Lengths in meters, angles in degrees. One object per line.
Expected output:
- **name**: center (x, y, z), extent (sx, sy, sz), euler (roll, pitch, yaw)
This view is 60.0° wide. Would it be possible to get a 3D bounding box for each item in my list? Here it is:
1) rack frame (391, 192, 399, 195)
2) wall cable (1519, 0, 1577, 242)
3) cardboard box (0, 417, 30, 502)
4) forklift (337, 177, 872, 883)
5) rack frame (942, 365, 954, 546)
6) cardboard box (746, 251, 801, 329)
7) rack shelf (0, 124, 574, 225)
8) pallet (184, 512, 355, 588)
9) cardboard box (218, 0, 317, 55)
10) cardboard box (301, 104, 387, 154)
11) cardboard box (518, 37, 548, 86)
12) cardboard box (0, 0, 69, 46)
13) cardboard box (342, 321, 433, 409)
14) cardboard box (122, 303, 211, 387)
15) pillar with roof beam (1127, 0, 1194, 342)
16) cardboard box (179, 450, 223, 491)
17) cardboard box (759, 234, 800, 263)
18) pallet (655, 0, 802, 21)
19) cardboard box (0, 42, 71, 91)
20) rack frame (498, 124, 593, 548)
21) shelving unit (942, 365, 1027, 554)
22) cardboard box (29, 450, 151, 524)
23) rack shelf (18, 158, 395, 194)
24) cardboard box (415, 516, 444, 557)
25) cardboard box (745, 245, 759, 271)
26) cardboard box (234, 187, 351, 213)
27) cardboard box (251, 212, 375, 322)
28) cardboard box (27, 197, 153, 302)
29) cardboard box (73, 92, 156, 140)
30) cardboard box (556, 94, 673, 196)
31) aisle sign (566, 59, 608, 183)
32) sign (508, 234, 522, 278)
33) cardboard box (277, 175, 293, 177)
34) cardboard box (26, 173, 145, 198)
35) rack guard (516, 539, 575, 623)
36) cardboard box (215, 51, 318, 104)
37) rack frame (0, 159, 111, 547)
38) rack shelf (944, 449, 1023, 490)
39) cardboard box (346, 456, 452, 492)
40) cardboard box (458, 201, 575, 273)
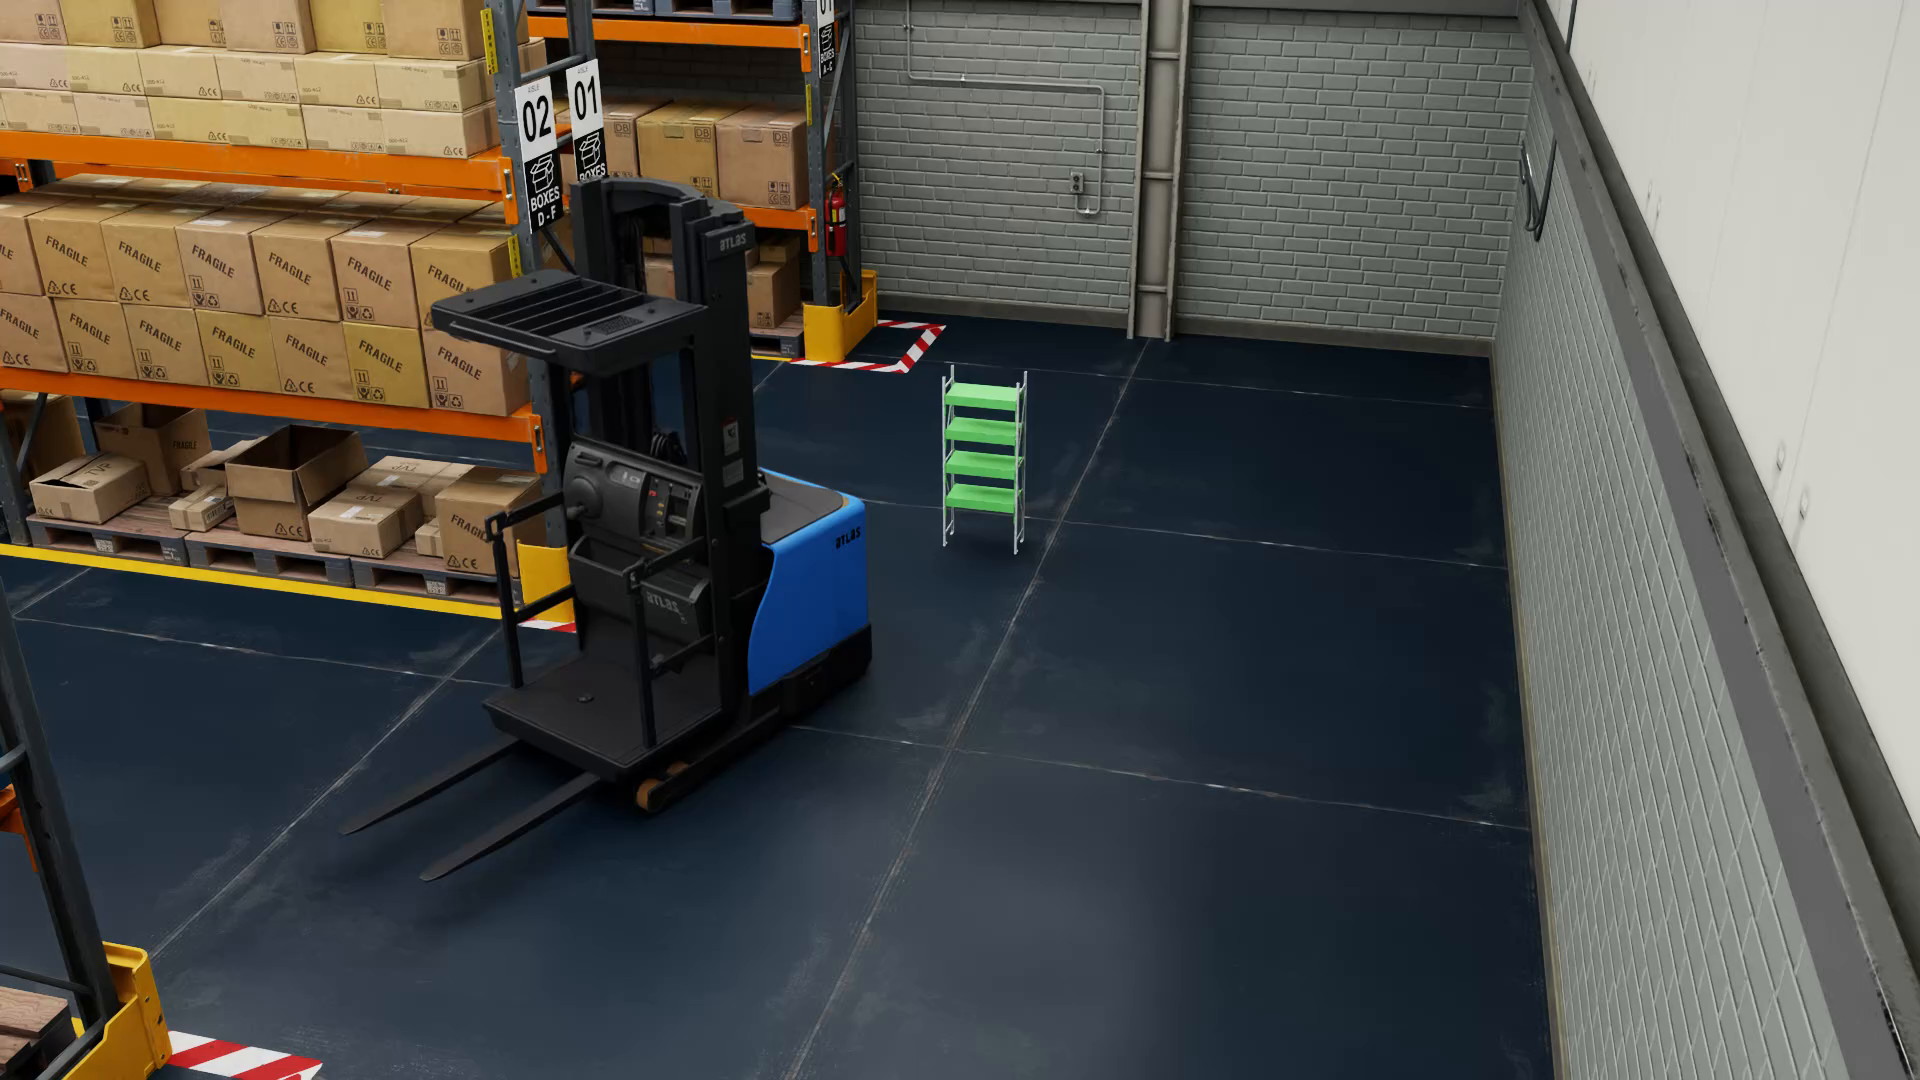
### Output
- **rack frame**: center (-4.959, -3.585, 15.291), extent (0.127, 3.000, 1.000), euler (6, 26, 13)
- **wall cable**: center (4.303, -3.709, 12.185), extent (0.112, 2.526, 3.097), euler (6, 26, 13)
- **cardboard box**: center (-6.739, -0.526, 11.261), extent (0.500, 0.500, 0.500), euler (6, 26, 13)
- **forklift**: center (-1.783, -0.191, 8.242), extent (1.130, 2.935, 3.031), euler (17, 30, 32)
- **rack frame**: center (-0.076, -0.550, 11.010), extent (0.015, 1.200, 0.240), euler (6, 26, 13)
- **cardboard box**: center (-1.788, -2.251, 14.908), extent (0.500, 0.500, 0.700), euler (6, 26, 13)
- **rack shelf**: center (-4.253, -2.338, 10.018), extent (4.000, 0.370, 1.077), euler (6, 26, 13)
- **pallet**: center (-4.339, -0.060, 11.130), extent (1.213, 0.211, 1.003), euler (6, 26, 13)
- **cardboard box**: center (-3.791, -3.091, 9.484), extent (0.500, 0.500, 0.700), euler (6, 26, 13)
- **cardboard box**: center (-3.360, -2.384, 9.453), extent (0.500, 0.250, 0.500), euler (6, 26, 13)
- **cardboard box**: center (-2.748, -2.770, 9.682), extent (0.500, 0.250, 0.500), euler (6, 26, 13)
- **cardboard box**: center (-5.260, -3.225, 9.765), extent (0.500, 0.500, 0.700), euler (6, 26, 13)
- **cardboard box**: center (-3.320, -1.128, 10.014), extent (0.500, 0.500, 0.500), euler (7, 26, 13)
- **cardboard box**: center (-4.783, -1.292, 10.357), extent (0.500, 0.500, 0.500), euler (6, 26, 13)
- **pillar with roof beam**: center (0.673, -4.144, 9.486), extent (0.400, 9.000, 9.100), euler (6, 26, 13)
- **cardboard box**: center (-5.189, -0.476, 11.565), extent (0.250, 0.149, 0.380), euler (6, 26, 13)
- **cardboard box**: center (-1.617, -2.614, 14.916), extent (0.250, 0.149, 0.380), euler (6, 26, 13)
- **pallet**: center (-1.807, -4.546, 13.923), extent (1.213, 0.211, 1.003), euler (6, 26, 13)
- **cardboard box**: center (-5.296, -2.827, 9.801), extent (0.500, 0.250, 0.500), euler (6, 26, 13)
- **rack frame**: center (-2.316, -1.094, 10.059), extent (0.127, 3.000, 1.000), euler (6, 26, 13)
- **shelving unit**: center (0.160, -0.524, 10.955), extent (0.503, 1.200, 0.258), euler (6, 26, 13)
- **cardboard box**: center (-5.837, -0.372, 11.158), extent (0.500, 0.311, 0.500), euler (6, 26, 13)
- **rack shelf**: center (-6.896, -3.474, 15.895), extent (4.000, 0.370, 1.077), euler (6, 26, 13)
- **cardboard box**: center (-3.273, -0.050, 10.650), extent (0.250, 0.166, 0.380), euler (6, 26, 13)
- **cardboard box**: center (-1.958, -2.482, 14.638), extent (0.250, 0.149, 0.380), euler (6, 26, 12)
- **cardboard box**: center (-4.163, -1.910, 10.494), extent (0.500, 0.500, 0.500), euler (6, 26, 13)
- **cardboard box**: center (-3.808, -1.631, 9.907), extent (0.500, 0.500, 0.500), euler (7, 26, 14)
- **cardboard box**: center (-5.303, -1.796, 10.254), extent (0.500, 0.500, 0.500), euler (5, 26, 11)
- **cardboard box**: center (-4.813, -2.545, 9.790), extent (0.500, 0.250, 0.500), euler (6, 26, 13)
- **cardboard box**: center (-3.025, -3.501, 14.766), extent (0.700, 0.700, 0.980), euler (5, 26, 10)
- **aisle sign**: center (-2.176, -2.383, 9.741), extent (0.004, 0.787, 0.394), euler (6, 26, 13)
- **sign**: center (-2.473, -1.531, 9.261), extent (0.005, 0.325, 0.100), euler (6, 26, 13)
- **cardboard box**: center (-6.118, -3.467, 15.311), extent (0.250, 0.149, 0.380), euler (6, 26, 13)
- **cardboard box**: center (-5.635, -2.073, 10.834), extent (0.500, 0.500, 0.500), euler (6, 26, 13)
- **rack guard**: center (-2.389, 0.026, 10.613), extent (0.348, 0.500, 1.175), euler (6, 26, 13)
- **cardboard box**: center (-3.844, -2.664, 9.459), extent (0.500, 0.250, 0.500), euler (6, 26, 13)
- **rack frame**: center (-6.190, -1.522, 10.958), extent (0.127, 3.000, 1.000), euler (6, 26, 13)
- **rack shelf**: center (0.160, -0.466, 10.982), extent (0.480, 0.148, 0.258), euler (6, 26, 13)
- **cardboard box**: center (-3.740, -0.335, 11.150), extent (0.500, 0.250, 0.500), euler (6, 26, 13)
- **cardboard box**: center (-2.680, -1.748, 10.153), extent (0.500, 0.500, 0.500), euler (7, 26, 15)
